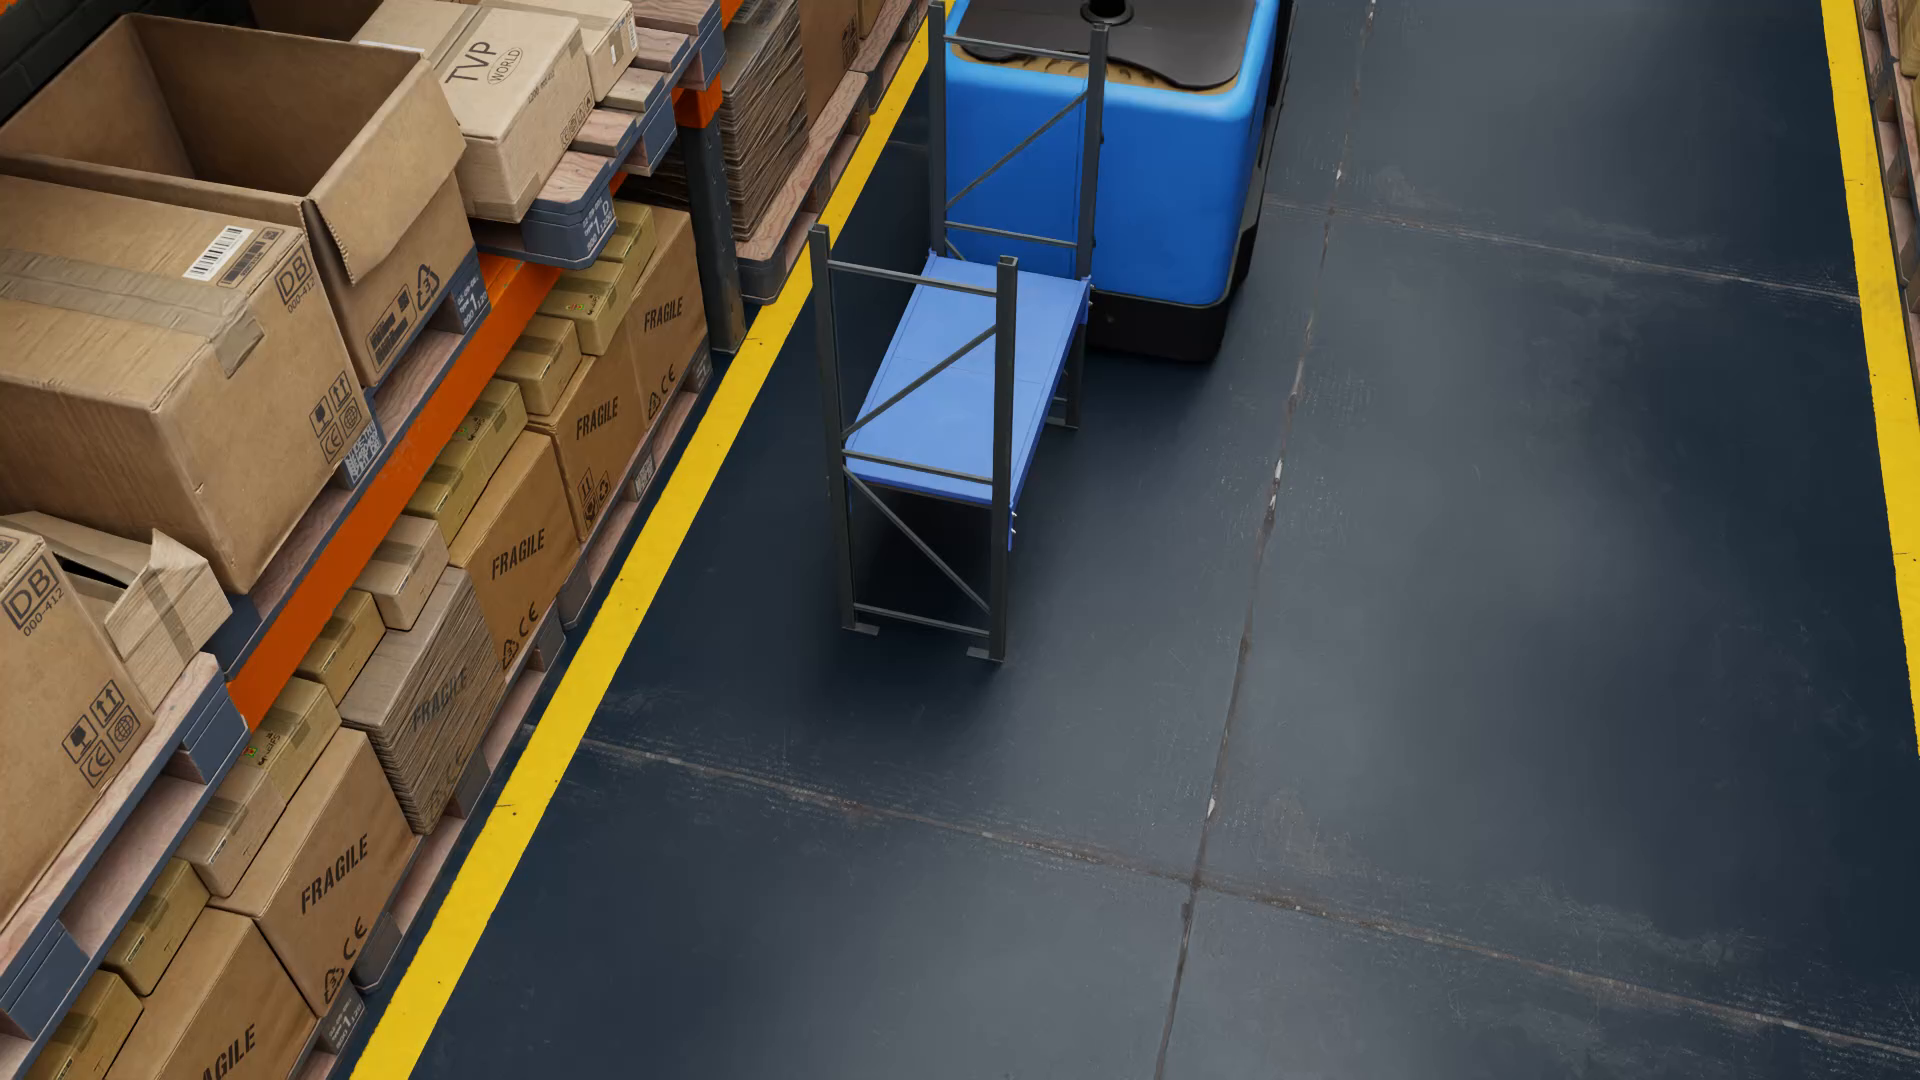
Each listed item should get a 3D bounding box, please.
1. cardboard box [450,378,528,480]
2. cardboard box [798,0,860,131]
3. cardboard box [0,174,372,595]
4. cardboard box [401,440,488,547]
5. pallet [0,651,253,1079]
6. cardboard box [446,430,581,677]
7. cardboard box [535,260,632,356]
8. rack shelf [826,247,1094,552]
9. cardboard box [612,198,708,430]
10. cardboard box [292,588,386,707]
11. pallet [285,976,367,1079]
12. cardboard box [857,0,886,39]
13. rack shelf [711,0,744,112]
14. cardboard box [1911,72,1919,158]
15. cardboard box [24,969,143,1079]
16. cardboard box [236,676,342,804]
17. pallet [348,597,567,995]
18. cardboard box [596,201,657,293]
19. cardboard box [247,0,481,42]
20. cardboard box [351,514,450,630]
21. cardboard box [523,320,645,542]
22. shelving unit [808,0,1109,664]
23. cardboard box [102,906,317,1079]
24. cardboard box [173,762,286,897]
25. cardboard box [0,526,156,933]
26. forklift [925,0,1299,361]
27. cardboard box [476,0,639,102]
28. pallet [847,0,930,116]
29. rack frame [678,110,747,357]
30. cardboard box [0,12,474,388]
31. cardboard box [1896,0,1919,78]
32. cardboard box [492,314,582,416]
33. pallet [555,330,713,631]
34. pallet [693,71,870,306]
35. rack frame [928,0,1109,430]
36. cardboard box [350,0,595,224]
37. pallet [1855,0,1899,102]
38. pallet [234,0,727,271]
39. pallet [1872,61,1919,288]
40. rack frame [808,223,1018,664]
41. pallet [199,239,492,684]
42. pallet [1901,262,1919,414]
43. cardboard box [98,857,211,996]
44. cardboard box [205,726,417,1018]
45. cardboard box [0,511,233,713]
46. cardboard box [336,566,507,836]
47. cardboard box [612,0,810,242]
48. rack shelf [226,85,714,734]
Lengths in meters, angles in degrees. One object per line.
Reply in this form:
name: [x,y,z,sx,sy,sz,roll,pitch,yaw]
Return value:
cardboard box: [-1.405,-0.329,4.494,0.380,0.149,0.250,13,50,11]
cardboard box: [-0.911,-2.053,6.365,0.875,0.625,0.625,13,50,11]
cardboard box: [-1.620,-0.304,3.171,0.700,0.500,0.500,11,50,10]
cardboard box: [-1.471,-0.148,4.335,0.380,0.149,0.250,11,49,9]
pallet: [-1.990,0.623,2.827,1.003,0.211,1.213,12,50,10]
cardboard box: [-1.434,-0.001,4.638,0.500,0.500,0.500,14,50,12]
cardboard box: [-1.180,-0.693,4.815,0.380,0.149,0.250,9,49,8]
rack shelf: [0.022,-0.439,4.877,0.538,0.185,1.000,12,50,10]
cardboard box: [-1.157,-0.740,5.290,0.500,0.500,0.500,13,50,11]
cardboard box: [-1.628,0.225,4.005,0.380,0.149,0.250,12,50,10]
pallet: [-2.128,1.443,3.835,1.003,0.211,1.213,12,50,10]
cardboard box: [-0.734,-2.540,6.795,0.875,0.625,0.625,10,49,8]
rack shelf: [-0.726,-2.986,6.364,1.077,0.370,4.000,12,50,10]
cardboard box: [4.087,-1.559,6.098,0.950,0.372,0.625,13,50,11]
cardboard box: [-1.900,0.979,3.339,0.380,0.149,0.250,9,49,8]
cardboard box: [-1.671,0.426,3.828,0.380,0.149,0.250,13,50,11]
pallet: [-1.809,0.558,4.617,1.003,0.211,1.213,12,50,10]
cardboard box: [-1.138,-0.896,4.995,0.380,0.149,0.250,9,49,8]
cardboard box: [-1.539,-1.608,4.321,0.500,0.500,0.500,14,50,12]
cardboard box: [-1.514,0.057,4.153,0.380,0.149,0.250,9,49,8]
cardboard box: [-1.298,-0.381,4.972,0.500,0.500,0.500,11,49,9]
shelving unit: [0.022,-0.558,4.742,0.538,1.500,1.048,12,50,10]
cardboard box: [-1.830,1.112,3.655,0.500,0.500,0.500,11,49,10]
cardboard box: [-1.739,0.605,3.670,0.380,0.149,0.250,11,50,10]
cardboard box: [-1.826,0.264,2.670,0.700,0.500,0.500,12,50,10]
forklift: [0.738,-2.713,5.690,1.130,2.935,3.031,11,49,9]
cardboard box: [-1.055,-1.282,4.268,0.380,0.149,0.250,12,50,11]
pallet: [-0.675,-2.322,7.158,1.003,0.211,1.213,12,50,10]
rack frame: [-1.253,-1.777,4.818,1.000,3.000,0.127,12,50,10]
cardboard box: [-1.504,-0.733,3.547,0.797,0.503,0.637,11,49,9]
cardboard box: [4.268,-2.062,6.542,0.950,0.372,0.625,14,50,12]
cardboard box: [-1.292,-0.511,4.655,0.380,0.149,0.250,10,49,9]
pallet: [-1.486,-0.322,5.393,1.003,0.211,1.213,12,50,10]
pallet: [-0.998,-1.442,6.382,1.003,0.211,1.213,12,50,10]
rack frame: [0.156,-0.926,5.067,0.500,1.500,0.032,12,50,10]
cardboard box: [-1.218,-1.039,3.987,0.500,0.250,0.500,9,49,8]
pallet: [4.386,-2.207,7.057,1.003,0.211,1.213,12,50,10]
pallet: [-1.363,-1.209,4.445,1.213,0.211,1.003,12,50,10]
pallet: [4.067,-1.322,6.276,1.003,0.211,1.213,12,50,10]
rack frame: [-0.111,-0.190,4.418,0.500,1.500,0.032,12,50,10]
pallet: [-1.760,-0.306,3.647,1.003,0.211,1.213,12,50,10]
pallet: [3.744,-0.442,5.500,1.003,0.211,1.213,12,50,10]
cardboard box: [-1.841,0.778,3.517,0.380,0.149,0.250,11,49,9]
cardboard box: [-1.695,0.752,3.973,0.500,0.500,0.500,10,49,9]
cardboard box: [-1.570,0.093,2.977,0.396,0.266,0.258,14,50,12]
cardboard box: [-1.552,0.378,4.303,0.500,0.500,0.500,10,49,9]
cardboard box: [-1.075,-1.579,5.946,0.875,0.625,0.625,13,50,11]
rack shelf: [-1.779,-0.092,3.811,1.077,0.370,4.000,12,50,10]
